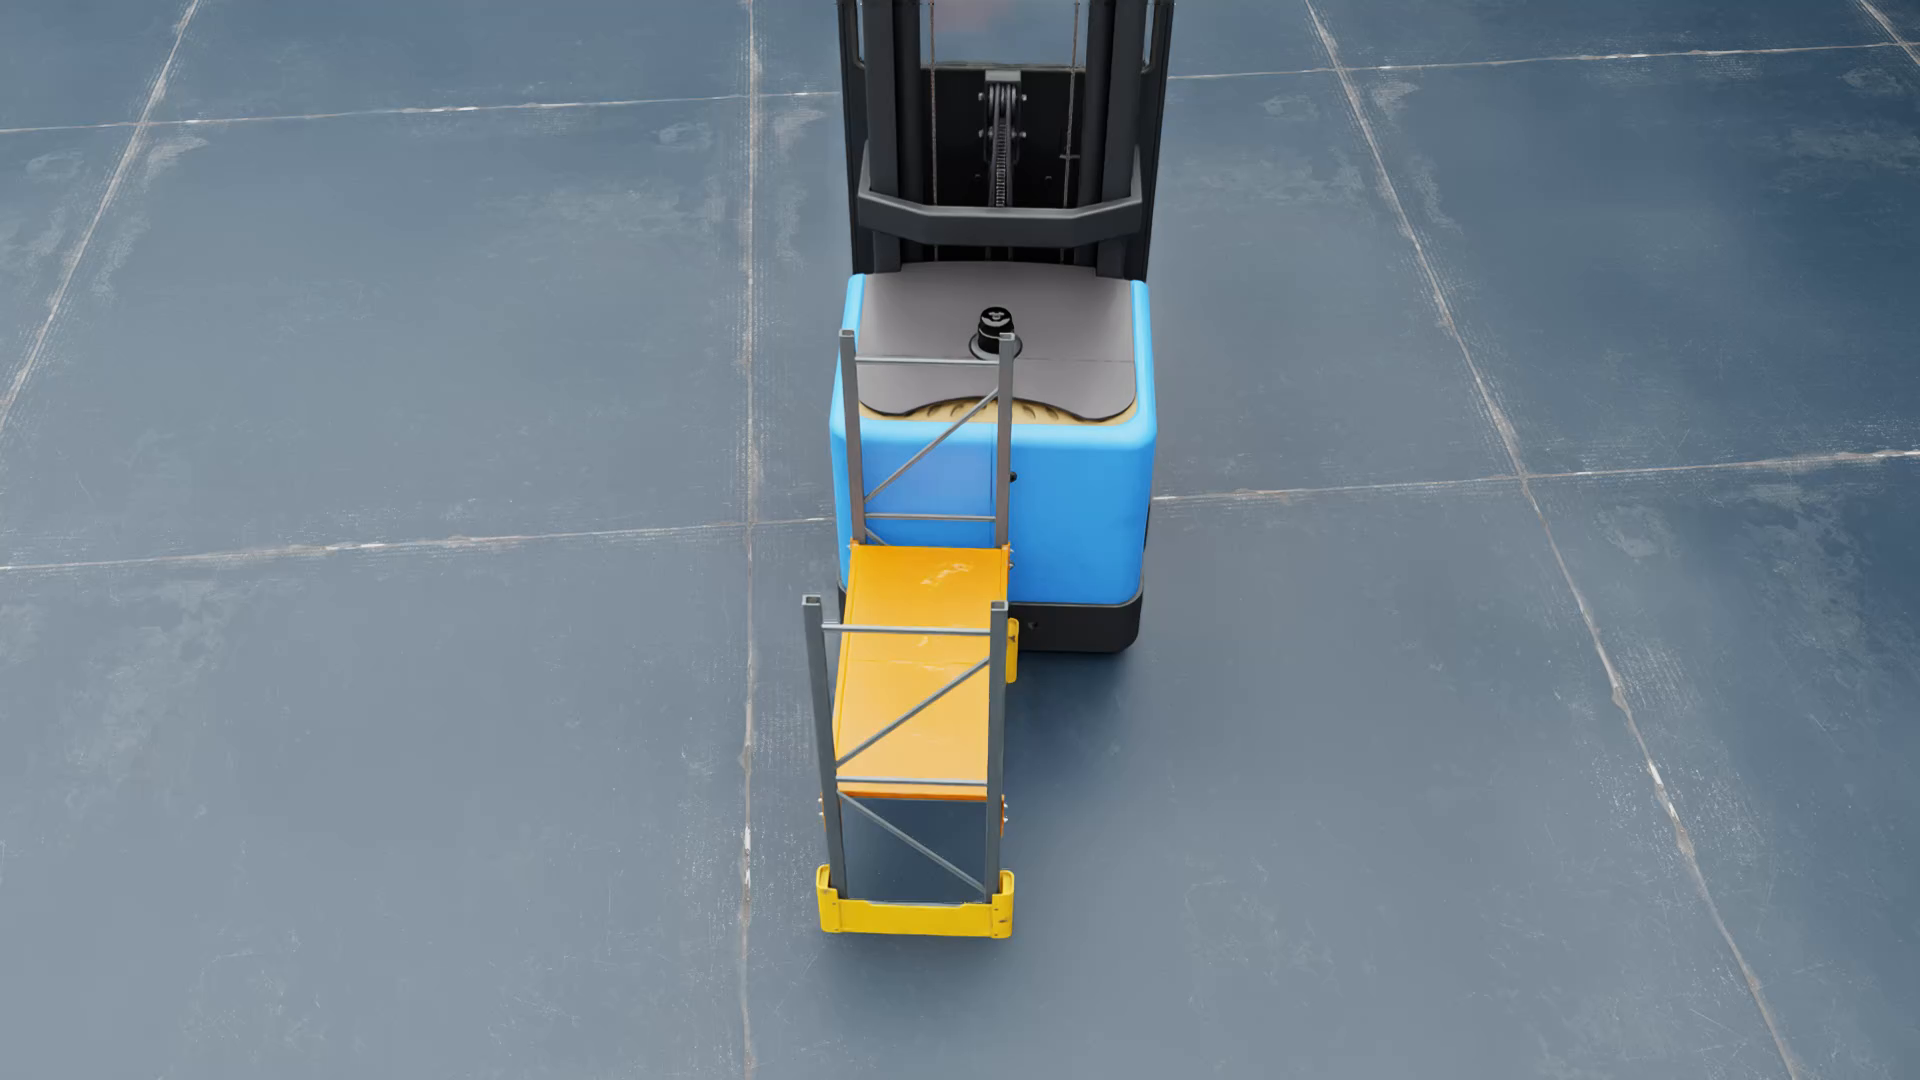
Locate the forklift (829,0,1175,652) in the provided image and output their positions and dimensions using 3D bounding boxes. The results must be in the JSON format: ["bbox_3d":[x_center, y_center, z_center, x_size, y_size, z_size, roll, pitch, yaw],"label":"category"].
[{"bbox_3d":[0.156,-1.678,5.820,1.130,2.935,3.031,2,47,1],"label":"forklift"}]

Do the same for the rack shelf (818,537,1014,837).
[{"bbox_3d":[-0.114,0.423,5.065,0.538,0.185,1.000,2,47,1],"label":"rack shelf"}]

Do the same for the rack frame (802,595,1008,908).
[{"bbox_3d":[-0.133,0.668,4.585,0.500,1.500,0.032,2,47,1],"label":"rack frame"}]

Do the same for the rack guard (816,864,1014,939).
[{"bbox_3d":[-0.133,1.097,5.039,0.587,0.250,0.087,2,47,1],"label":"rack guard"}]

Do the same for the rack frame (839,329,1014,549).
[{"bbox_3d":[-0.095,-0.070,5.283,0.500,1.500,0.032,2,47,1],"label":"rack frame"}]

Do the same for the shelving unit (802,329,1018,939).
[{"bbox_3d":[-0.115,0.305,4.928,0.587,1.500,1.083,2,47,1],"label":"shelving unit"}]

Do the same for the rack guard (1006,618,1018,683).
[{"bbox_3d":[-0.096,0.374,5.724,0.587,0.250,0.087,2,47,1],"label":"rack guard"}]
